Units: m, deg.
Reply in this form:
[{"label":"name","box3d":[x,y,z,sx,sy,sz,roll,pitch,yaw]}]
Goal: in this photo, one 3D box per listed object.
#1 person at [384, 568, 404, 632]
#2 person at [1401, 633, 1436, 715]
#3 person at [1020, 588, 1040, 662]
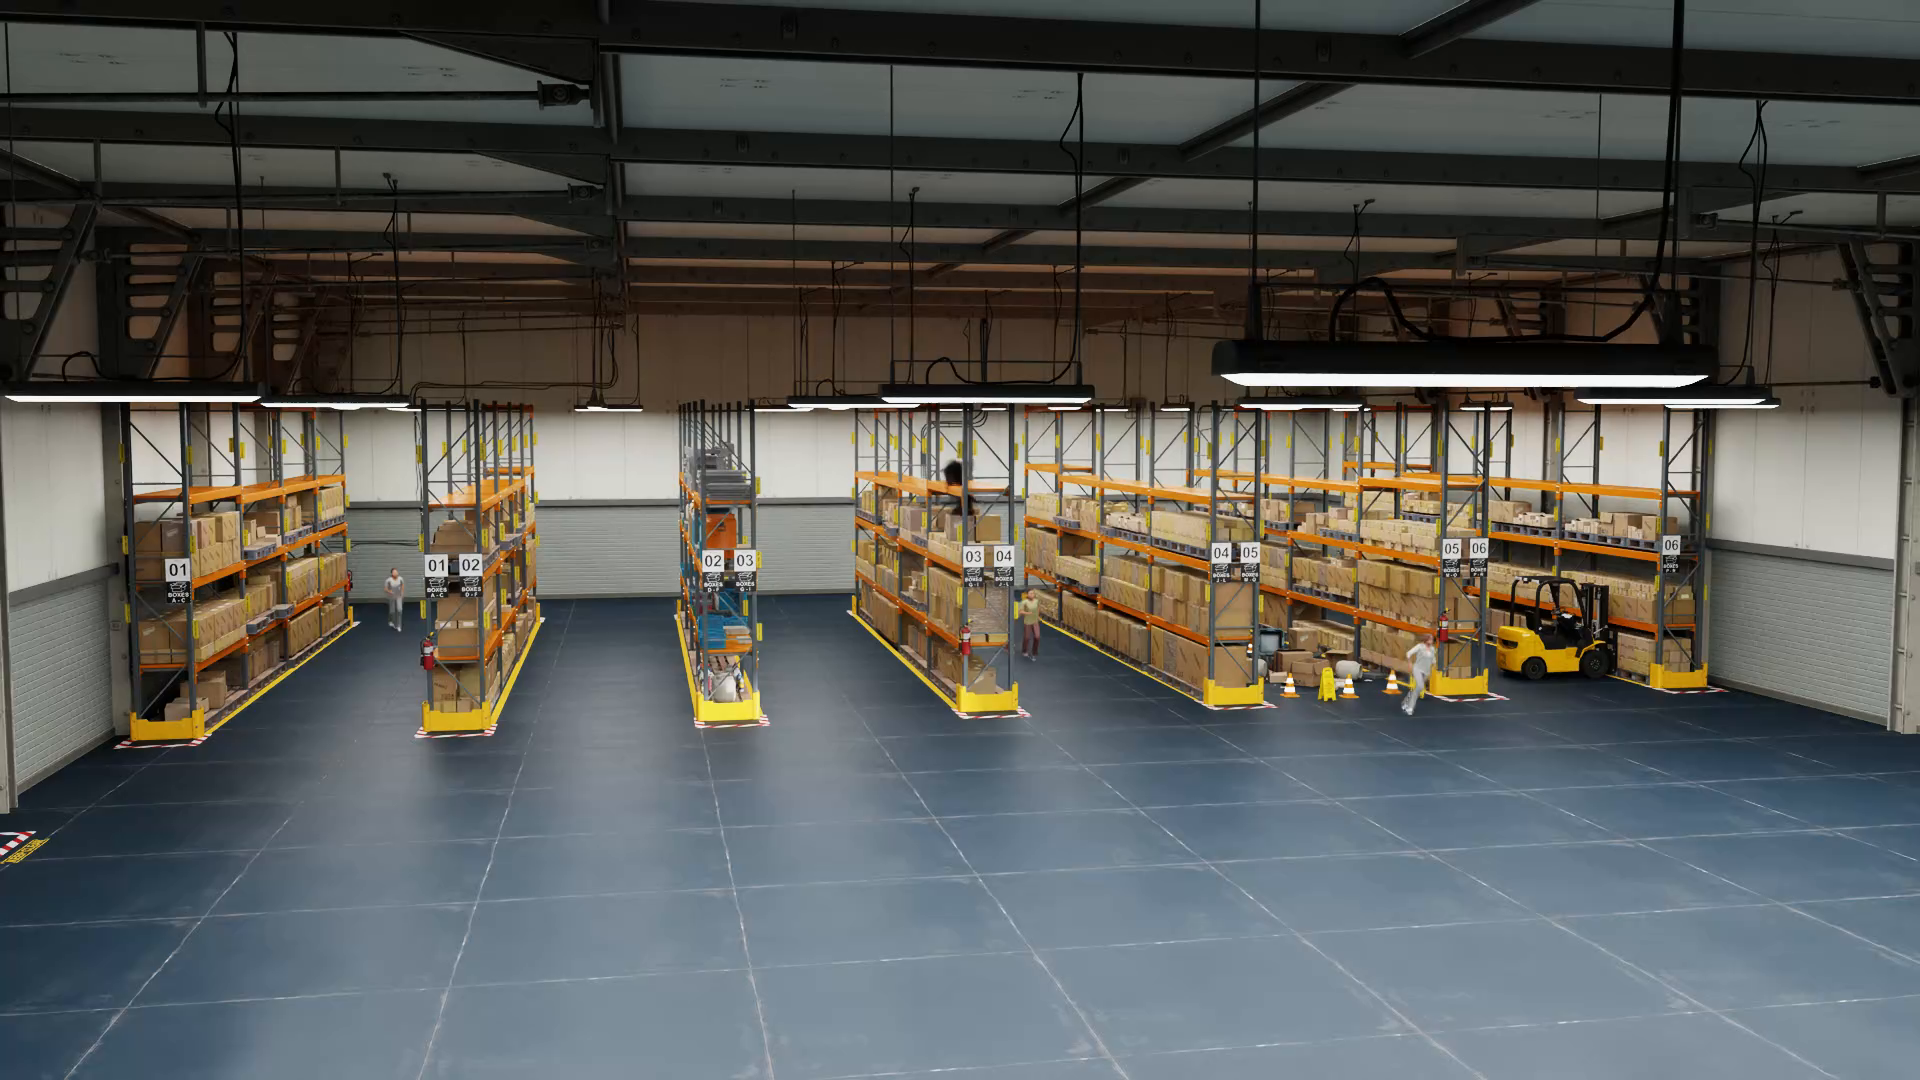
[{"label":"person","box3d":[-15.008,1.566,44.126,0.537,1.668,0.961,-2,5,-29]},{"label":"person","box3d":[8.756,2.546,31.741,0.680,1.514,0.727,-2,5,-23]},{"label":"person","box3d":[1.638,1.971,38.699,0.549,1.713,0.802,-1,4,-16]}]
